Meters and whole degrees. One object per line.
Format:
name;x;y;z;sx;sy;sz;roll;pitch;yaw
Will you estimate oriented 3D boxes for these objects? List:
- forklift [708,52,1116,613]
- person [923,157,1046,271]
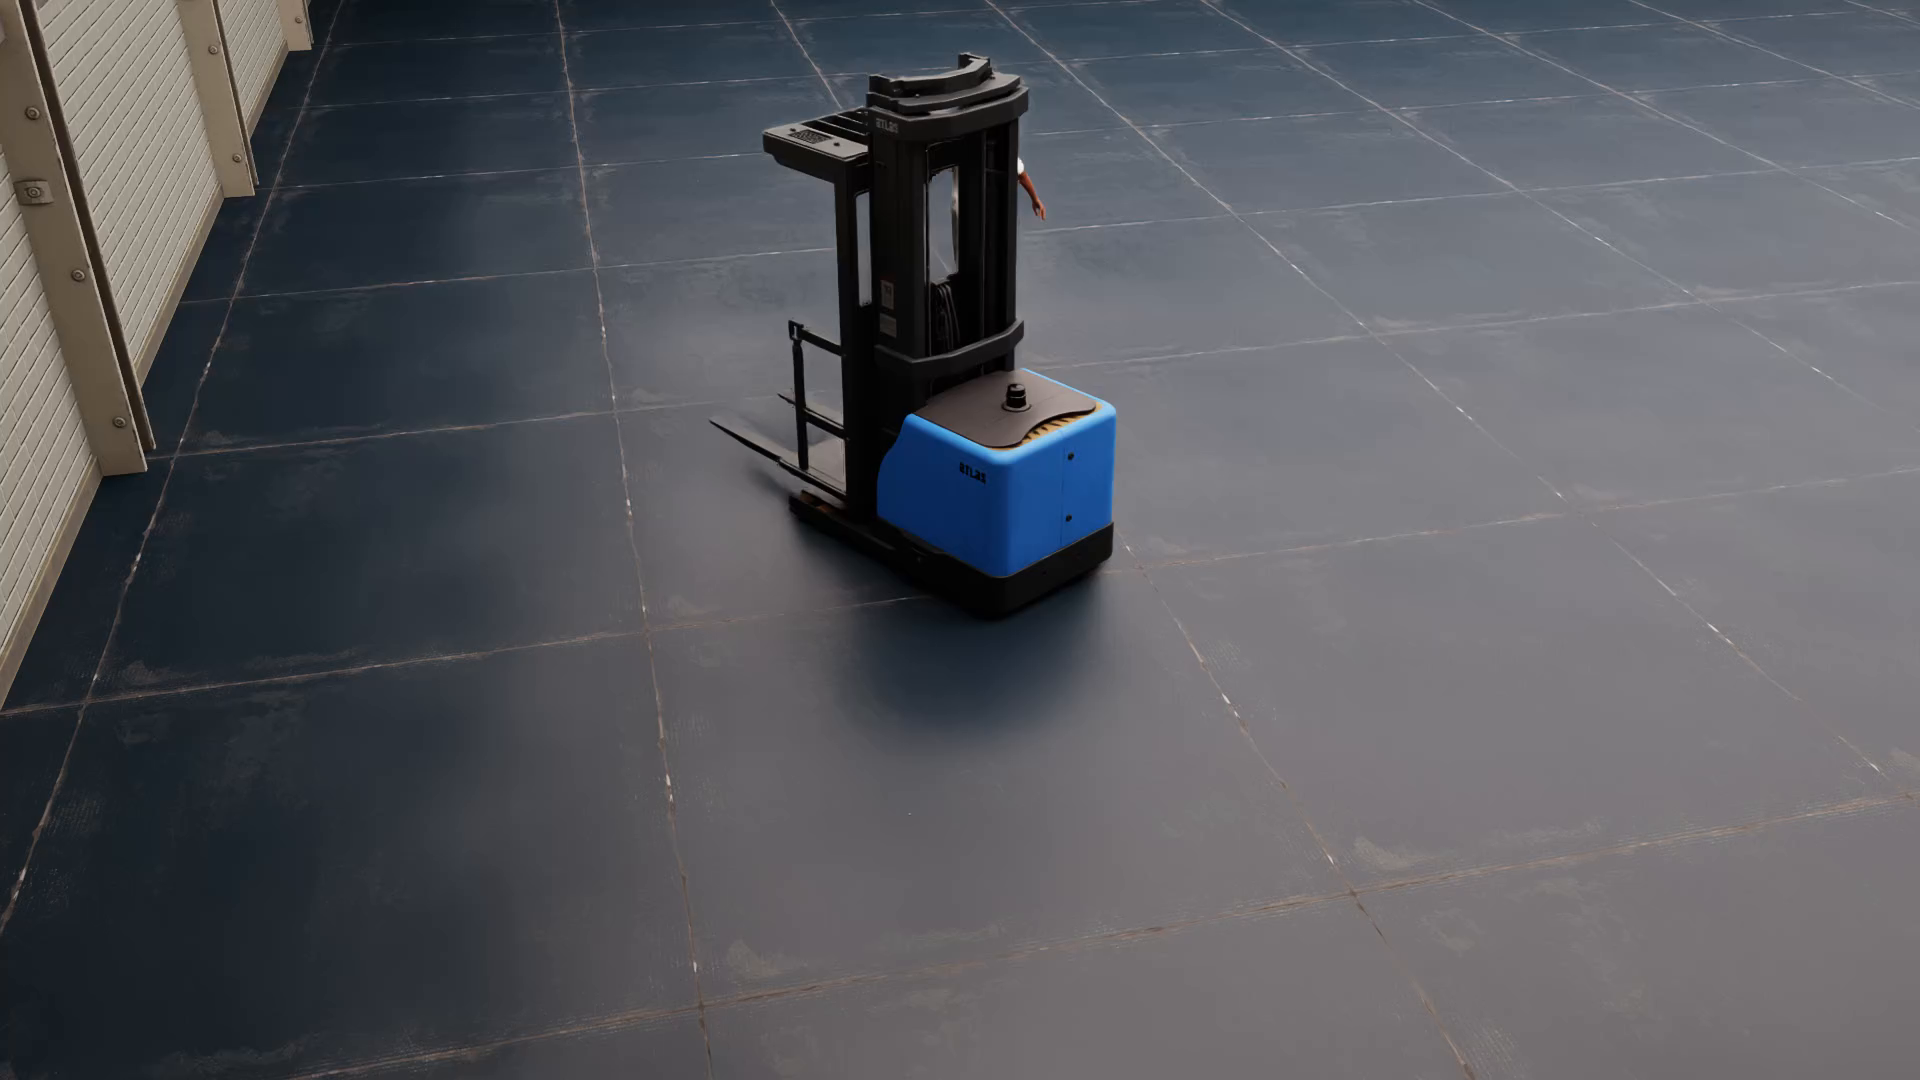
forklift;-0.453;-1.489;10.147;1.130;2.935;3.031;-26;39;-37
person;0.132;-2.706;13.457;1.033;1.749;0.738;-10;32;-17
